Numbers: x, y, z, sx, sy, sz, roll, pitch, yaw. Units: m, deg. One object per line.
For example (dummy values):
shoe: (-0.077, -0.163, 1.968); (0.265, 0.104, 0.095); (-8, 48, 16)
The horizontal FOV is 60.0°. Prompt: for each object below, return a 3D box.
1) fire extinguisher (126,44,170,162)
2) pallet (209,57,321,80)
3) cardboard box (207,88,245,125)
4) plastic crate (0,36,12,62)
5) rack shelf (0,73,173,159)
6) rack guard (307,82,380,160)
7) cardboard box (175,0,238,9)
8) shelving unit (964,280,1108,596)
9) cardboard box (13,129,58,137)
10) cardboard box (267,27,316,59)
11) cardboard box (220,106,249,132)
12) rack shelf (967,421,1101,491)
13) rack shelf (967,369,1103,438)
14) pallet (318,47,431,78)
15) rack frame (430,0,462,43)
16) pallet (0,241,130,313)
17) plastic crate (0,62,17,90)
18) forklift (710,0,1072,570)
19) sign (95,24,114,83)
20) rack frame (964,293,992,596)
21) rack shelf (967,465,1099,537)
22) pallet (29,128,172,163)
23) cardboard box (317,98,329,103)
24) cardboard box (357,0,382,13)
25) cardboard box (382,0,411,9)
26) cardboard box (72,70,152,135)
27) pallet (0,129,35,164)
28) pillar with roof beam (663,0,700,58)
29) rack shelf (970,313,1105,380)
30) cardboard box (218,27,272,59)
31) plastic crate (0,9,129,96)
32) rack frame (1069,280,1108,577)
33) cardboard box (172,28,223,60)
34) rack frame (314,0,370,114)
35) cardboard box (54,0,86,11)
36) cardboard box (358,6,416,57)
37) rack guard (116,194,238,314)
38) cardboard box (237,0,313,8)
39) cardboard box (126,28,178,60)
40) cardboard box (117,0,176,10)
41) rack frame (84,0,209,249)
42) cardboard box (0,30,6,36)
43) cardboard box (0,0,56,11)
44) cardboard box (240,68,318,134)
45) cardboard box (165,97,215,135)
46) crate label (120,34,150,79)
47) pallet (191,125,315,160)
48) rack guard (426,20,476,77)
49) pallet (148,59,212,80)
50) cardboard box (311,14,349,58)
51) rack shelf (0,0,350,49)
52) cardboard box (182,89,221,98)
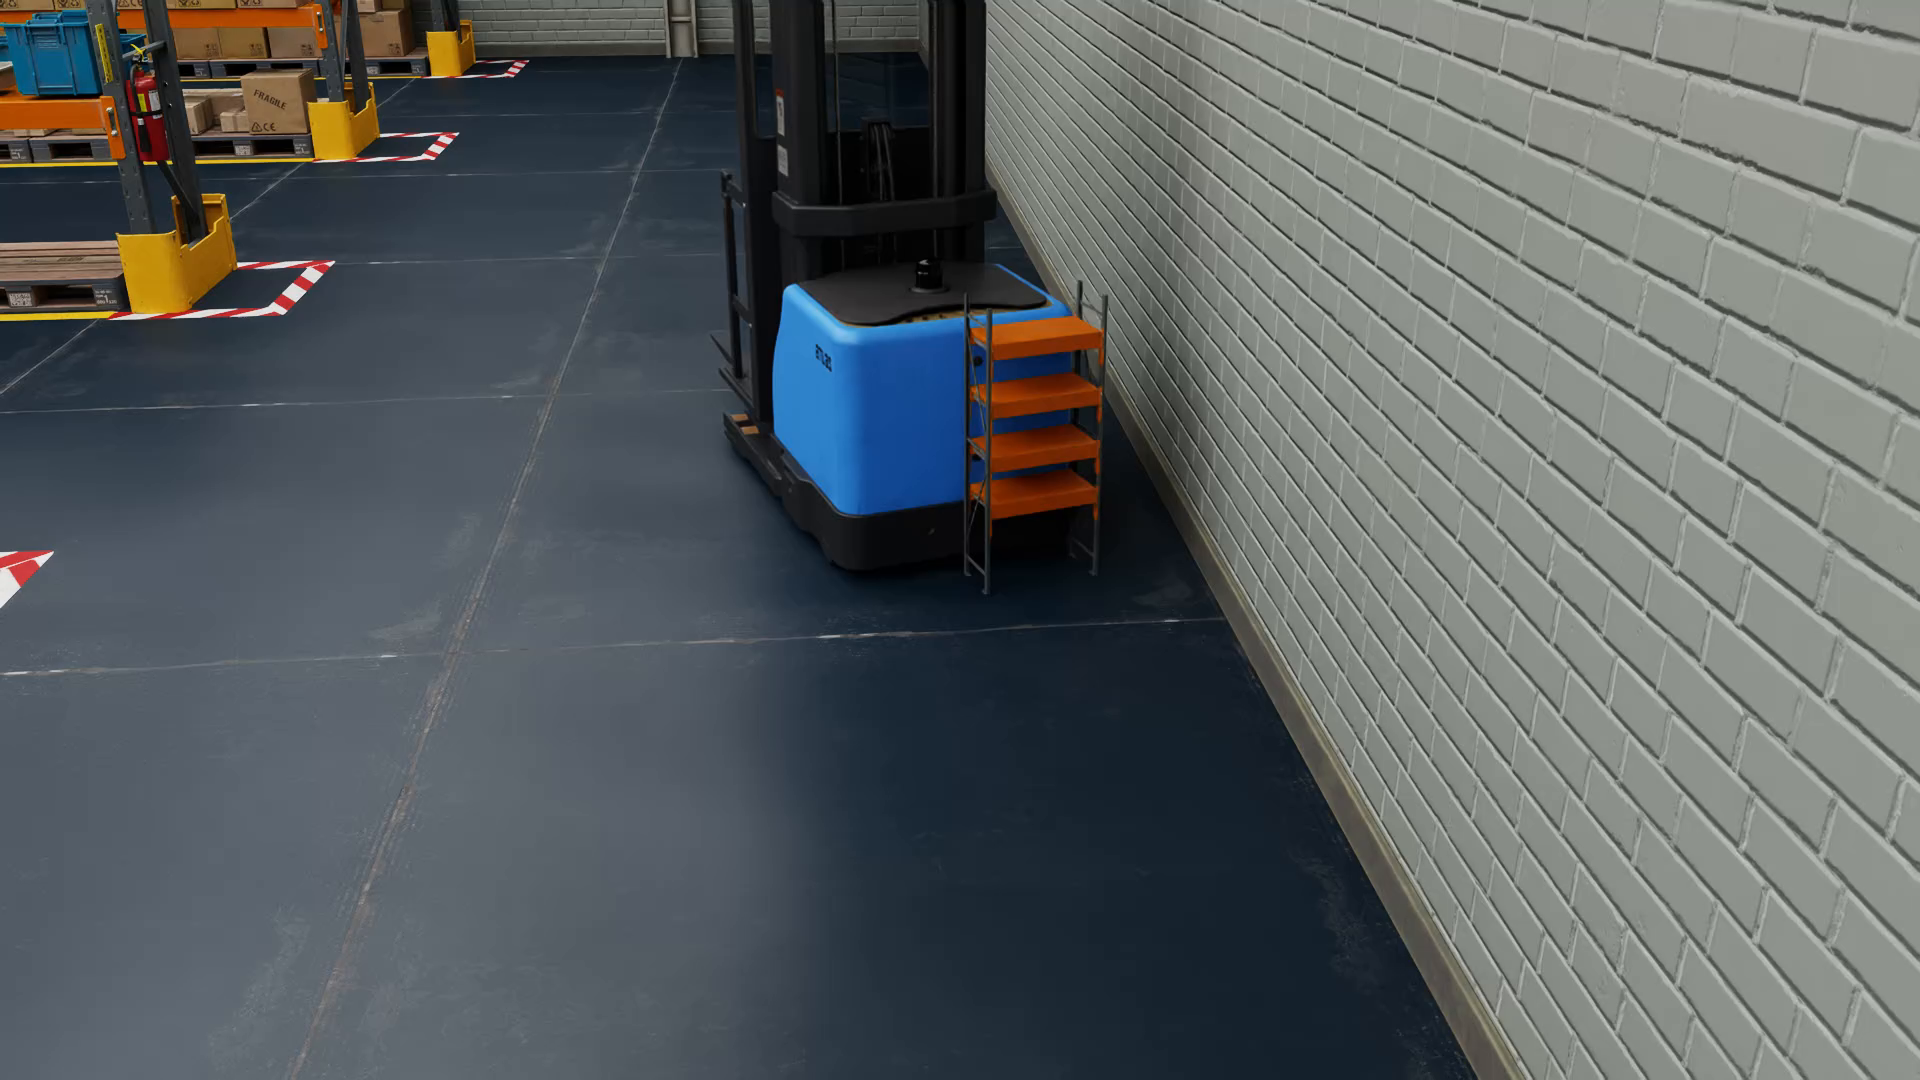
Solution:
fire extinguisher: (-4.930, -2.640, 10.050); (0.183, 0.674, 0.296); (-2, 24, -5)
pallet: (-8.098, -5.642, 19.684); (1.213, 0.211, 1.003); (-2, 24, -5)
cardboard box: (-6.674, -4.043, 15.497); (0.500, 0.250, 0.500); (-2, 24, -5)
plastic crate: (-6.058, -3.071, 10.598); (0.300, 0.233, 0.416); (-2, 24, -5)
rack shelf: (-7.115, -2.615, 10.325); (4.000, 0.370, 1.077); (-2, 24, -5)
rack guard: (-5.683, -3.880, 15.364); (0.348, 0.500, 1.175); (-2, 24, -5)
cardboard box: (-6.543, -4.921, 14.505); (0.500, 0.500, 0.500); (-2, 24, -5)
shelving unit: (0.294, -0.404, 6.681); (0.503, 1.200, 0.258); (-10, 26, -20)
cardboard box: (-8.290, -3.740, 14.918); (0.250, 0.166, 0.380); (-2, 24, -5)
cardboard box: (-7.784, -5.968, 19.546); (0.500, 0.500, 0.700); (-3, 24, -7)
cardboard box: (-6.537, -3.831, 15.122); (0.250, 0.166, 0.380); (-2, 24, -5)
rack shelf: (0.294, -0.342, 6.708); (0.480, 0.148, 0.258); (-10, 26, -20)
rack shelf: (0.294, -0.547, 6.617); (0.480, 0.148, 0.258); (-10, 26, -20)
pallet: (-6.886, -5.690, 19.791); (1.213, 0.211, 1.003); (-2, 24, -5)
rack frame: (-6.098, -7.028, 19.368); (0.127, 3.000, 1.000); (-2, 24, -5)
pallet: (-5.949, -1.732, 10.886); (1.213, 0.211, 1.003); (-2, 24, -5)
plastic crate: (-5.918, -2.824, 10.162); (0.243, 0.136, 0.396); (-2, 24, -5)
forklift: (-0.534, -1.786, 7.659); (1.130, 2.935, 3.031); (-9, 26, -19)
sign: (-5.054, -2.876, 9.827); (0.005, 0.325, 0.100); (-2, 24, -5)
rack frame: (0.069, -0.366, 6.596); (0.015, 1.200, 0.240); (-10, 26, -20)
rack shelf: (0.294, -0.161, 6.789); (0.480, 0.148, 0.258); (-10, 26, -20)
pallet: (-7.688, -3.668, 15.244); (1.213, 0.211, 1.003); (-2, 24, -5)
cardboard box: (-6.058, -4.046, 15.628); (0.250, 0.149, 0.380); (-2, 24, -5)
cardboard box: (-6.895, -6.226, 19.327); (0.250, 0.149, 0.380); (-3, 24, -6)
cardboard box: (-6.680, -6.391, 19.698); (0.250, 0.149, 0.380); (-2, 24, -5)
cardboard box: (-7.719, -4.003, 15.095); (0.637, 0.503, 0.797); (-2, 24, -5)
pallet: (-8.905, -3.618, 15.131); (1.213, 0.211, 1.003); (-2, 24, -5)
pillar with roof beam: (-3.073, -8.486, 15.263); (0.400, 9.000, 9.100); (-2, 24, -5)
rack shelf: (0.294, -0.763, 6.521); (0.480, 0.148, 0.258); (-10, 26, -20)
cardboard box: (-8.314, -5.944, 19.491); (0.500, 0.500, 0.700); (-2, 24, -4)
plastic crate: (-5.440, -2.978, 10.139); (0.499, 0.435, 0.616); (-2, 24, -5)
rack frame: (0.520, -0.441, 6.766); (0.015, 1.200, 0.240); (-10, 26, -20)
cardboard box: (-8.825, -5.925, 19.447); (0.500, 0.500, 0.700); (-3, 24, -6)
rack frame: (-5.608, -5.025, 14.863); (0.127, 3.000, 1.000); (-2, 24, -5)
cardboard box: (-7.541, -4.883, 14.421); (0.500, 0.500, 0.500); (-3, 24, -6)
cardboard box: (-6.785, -6.009, 19.636); (0.500, 0.500, 0.700); (-2, 24, -5)
rack guard: (-5.102, -1.887, 10.880); (0.348, 0.500, 1.175); (-2, 24, -5)
cardboard box: (-6.027, -4.943, 14.555); (0.500, 0.500, 0.500); (-2, 24, -4)
cardboard box: (-9.325, -5.906, 19.405); (0.500, 0.500, 0.700); (-2, 24, -4)
cardboard box: (-7.040, -4.903, 14.466); (0.500, 0.500, 0.500); (-2, 24, -5)
rack frame: (-5.125, -3.023, 10.358); (0.127, 3.000, 1.000); (-2, 24, -5)
cardboard box: (-10.713, -5.999, 19.183); (0.750, 0.750, 0.750); (-2, 24, -5)
cardboard box: (-8.047, -4.862, 14.373); (0.500, 0.500, 0.500); (-2, 24, -5)
cardboard box: (-6.125, -3.963, 15.009); (0.500, 0.500, 0.500); (-2, 24, -5)
cardboard box: (-7.073, -3.823, 15.002); (0.500, 0.250, 0.500); (-2, 24, -5)
crate label: (-5.403, -3.097, 10.658); (0.303, 0.233, 0.416); (-2, 24, -5)
pallet: (-6.477, -3.716, 15.350); (1.213, 0.211, 1.003); (-2, 24, -5)
rack guard: (-6.075, -5.886, 19.878); (0.348, 0.500, 1.175); (-2, 24, -5)
pallet: (-9.315, -5.592, 19.572); (1.213, 0.211, 1.003); (-2, 24, -5)
cardboard box: (-7.283, -5.989, 19.591); (0.500, 0.500, 0.700); (-2, 24, -5)
rack shelf: (-7.598, -4.617, 14.830); (4.000, 0.370, 1.077); (-2, 24, -5)
cardboard box: (-7.172, -4.023, 15.452); (0.500, 0.250, 0.500); (-2, 24, -5)
